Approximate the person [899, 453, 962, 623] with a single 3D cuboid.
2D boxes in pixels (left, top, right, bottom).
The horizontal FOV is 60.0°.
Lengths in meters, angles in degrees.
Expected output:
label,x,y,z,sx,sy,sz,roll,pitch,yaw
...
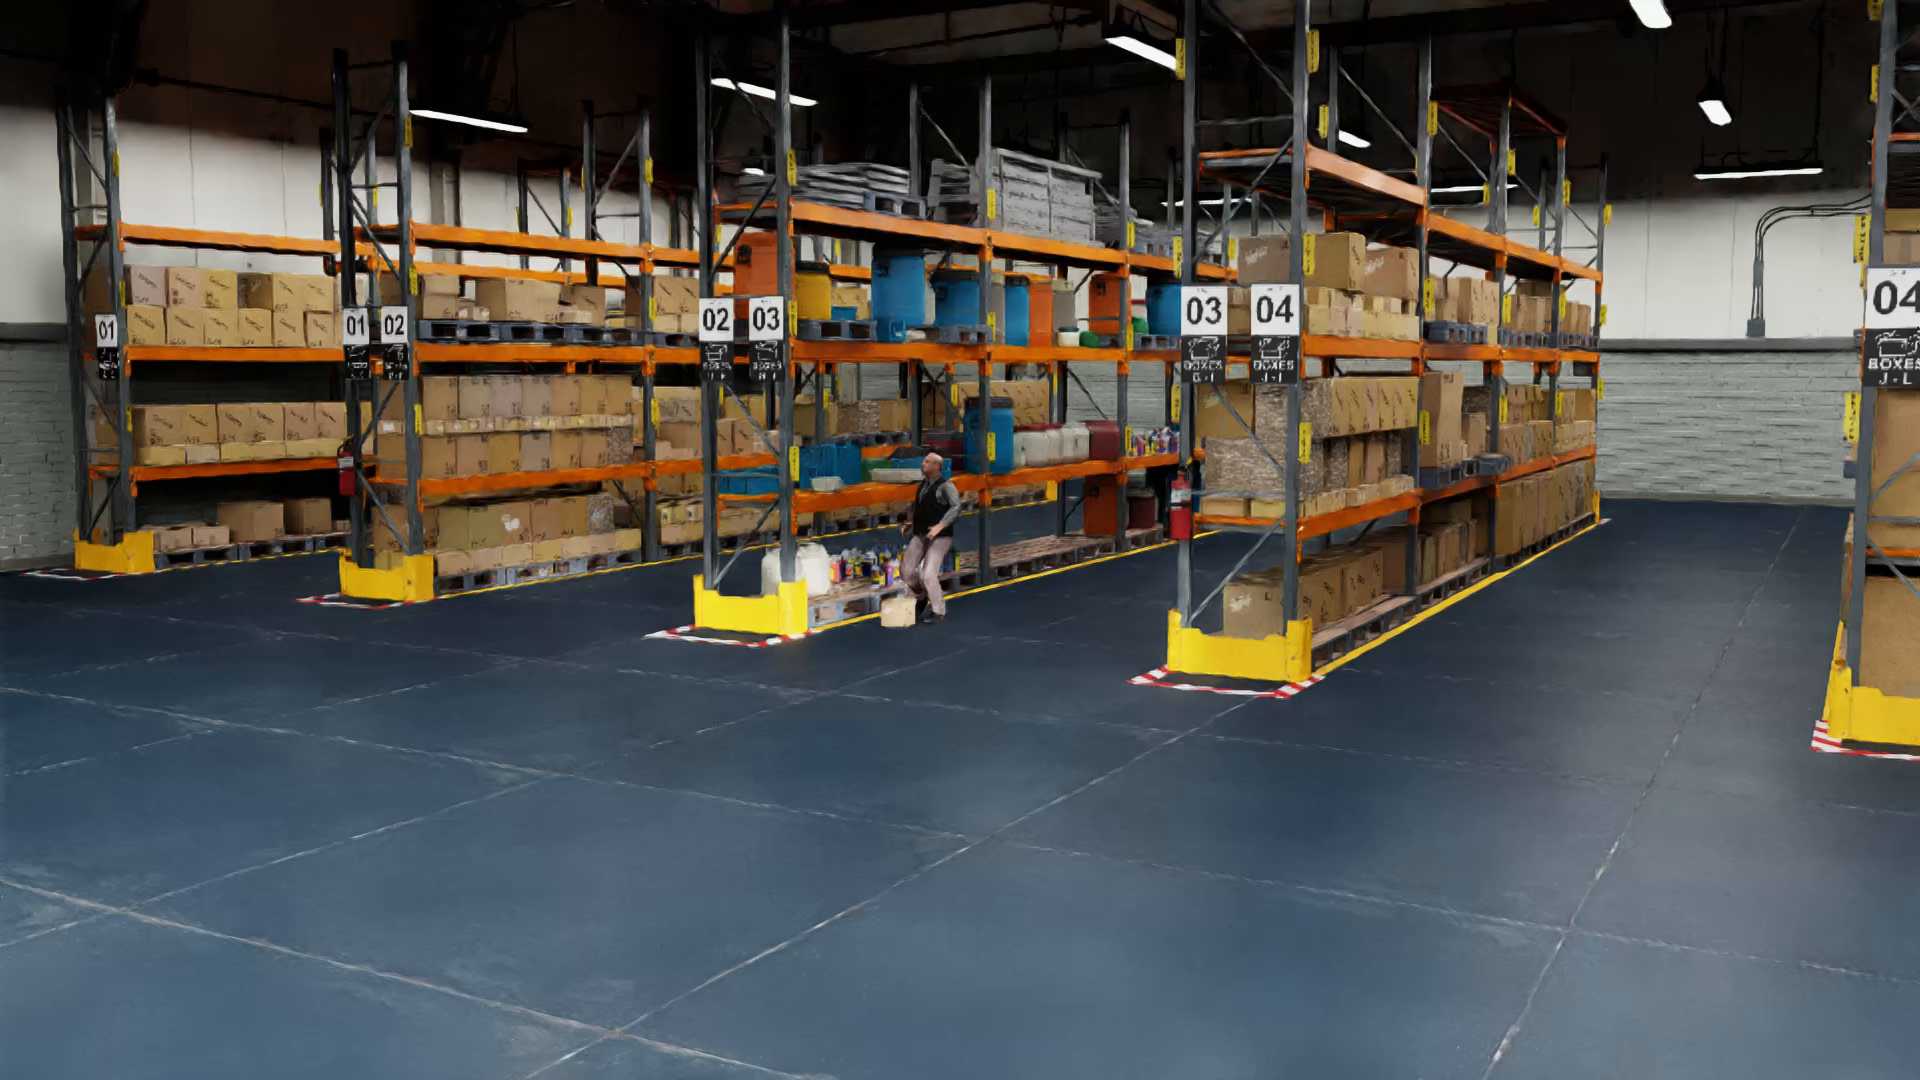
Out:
label,x,y,z,sx,sy,sz,roll,pitch,yaw
person,-0.304,-0.019,16.624,0.489,1.692,0.710,-6,8,-44
